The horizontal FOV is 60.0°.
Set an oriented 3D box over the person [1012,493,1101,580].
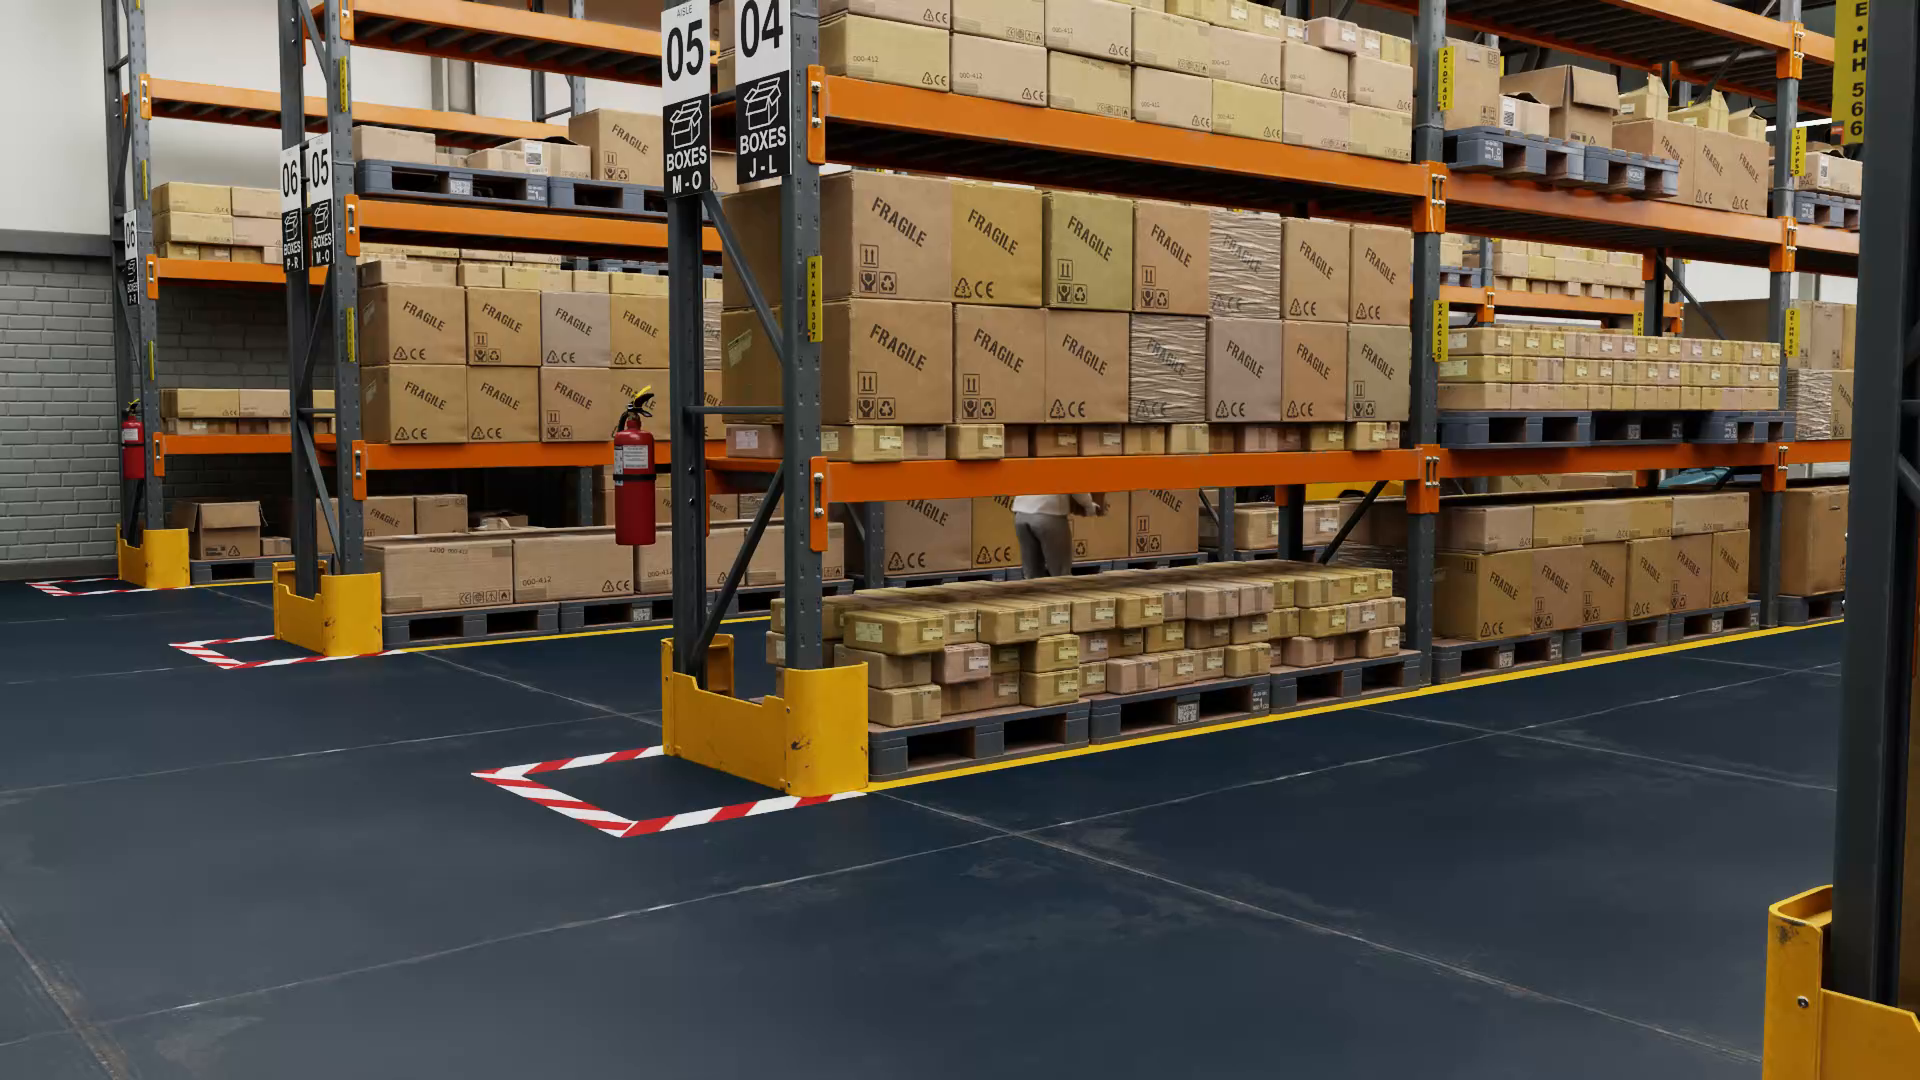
[{"bbox_3d":[0.556,-0.119,10.103,0.550,1.690,0.469,-4,6,-39],"label":"person"}]
